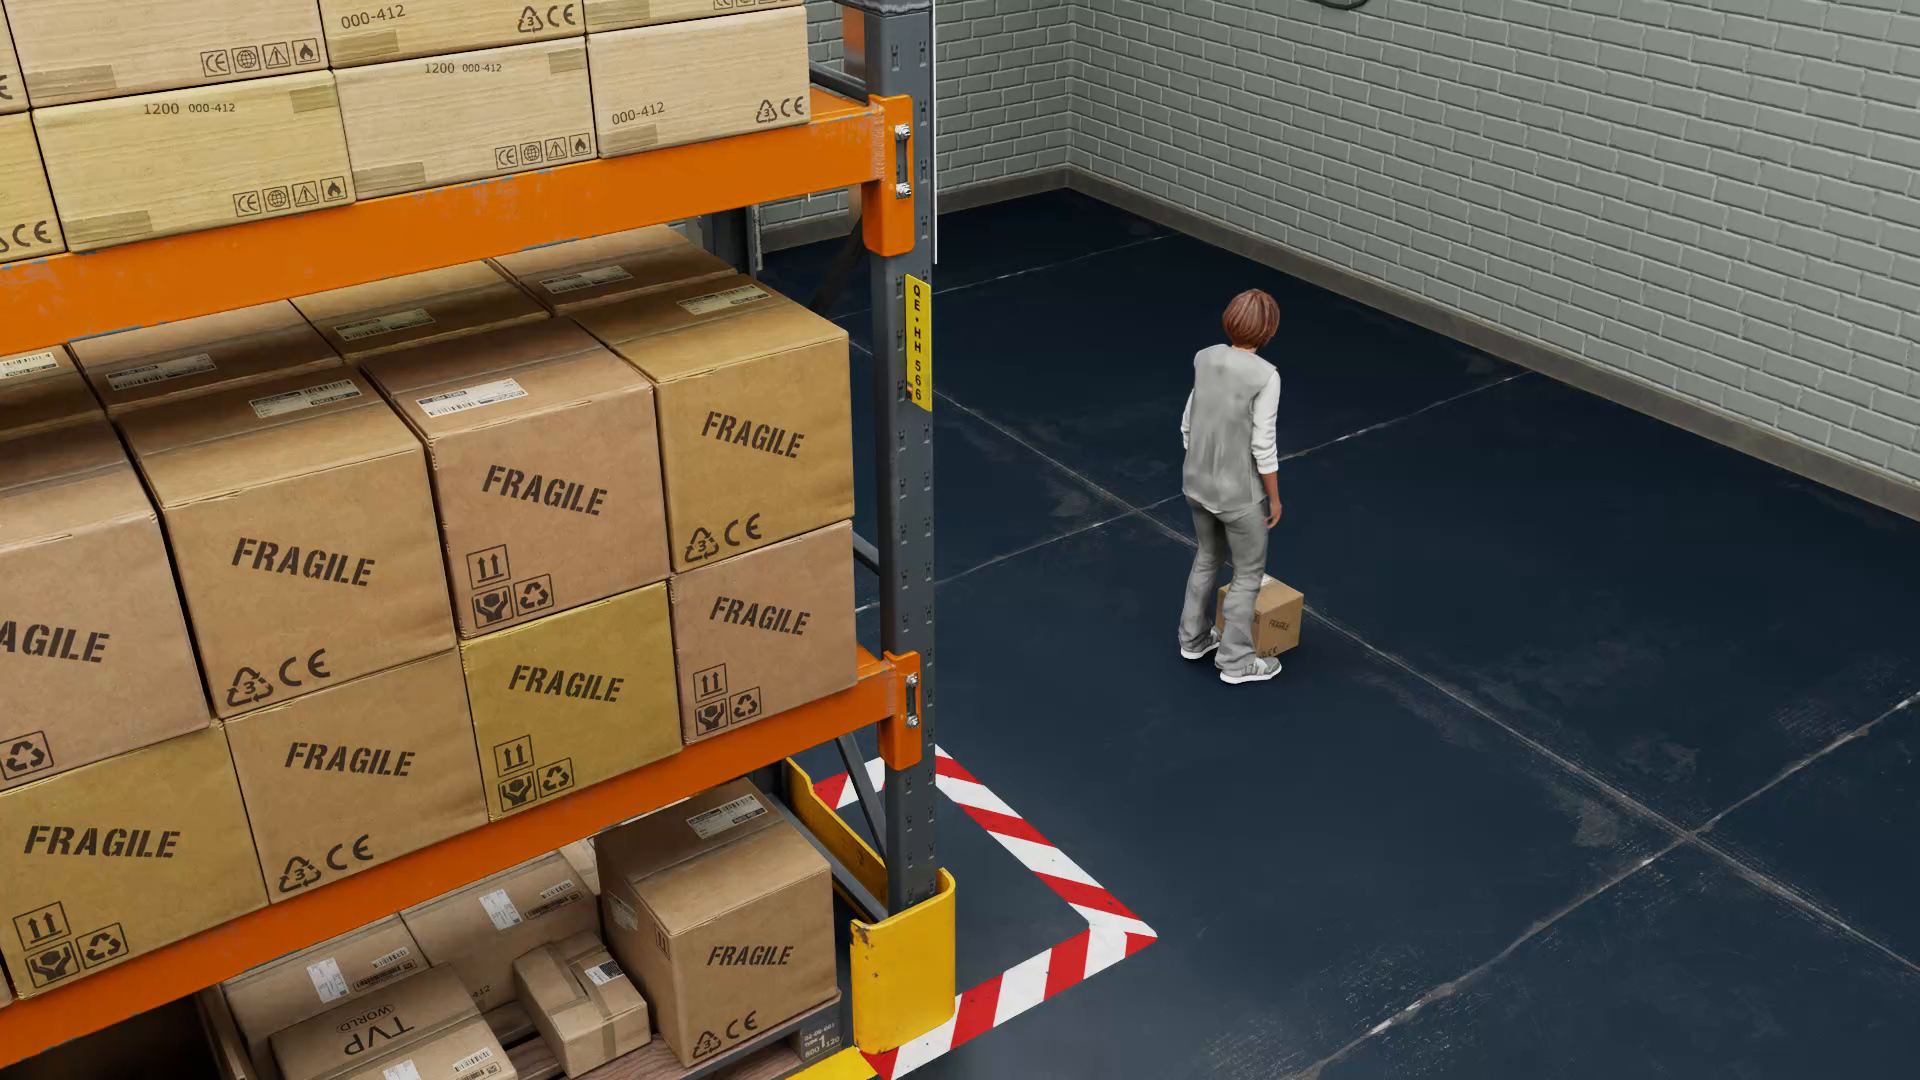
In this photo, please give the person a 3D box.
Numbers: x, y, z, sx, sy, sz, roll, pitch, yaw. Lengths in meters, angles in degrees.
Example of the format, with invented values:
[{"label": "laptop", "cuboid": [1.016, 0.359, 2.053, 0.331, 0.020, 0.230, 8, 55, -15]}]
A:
[{"label": "person", "cuboid": [1.057, -0.196, 6.492, 0.347, 1.591, 0.481, -21, 35, -33]}]
